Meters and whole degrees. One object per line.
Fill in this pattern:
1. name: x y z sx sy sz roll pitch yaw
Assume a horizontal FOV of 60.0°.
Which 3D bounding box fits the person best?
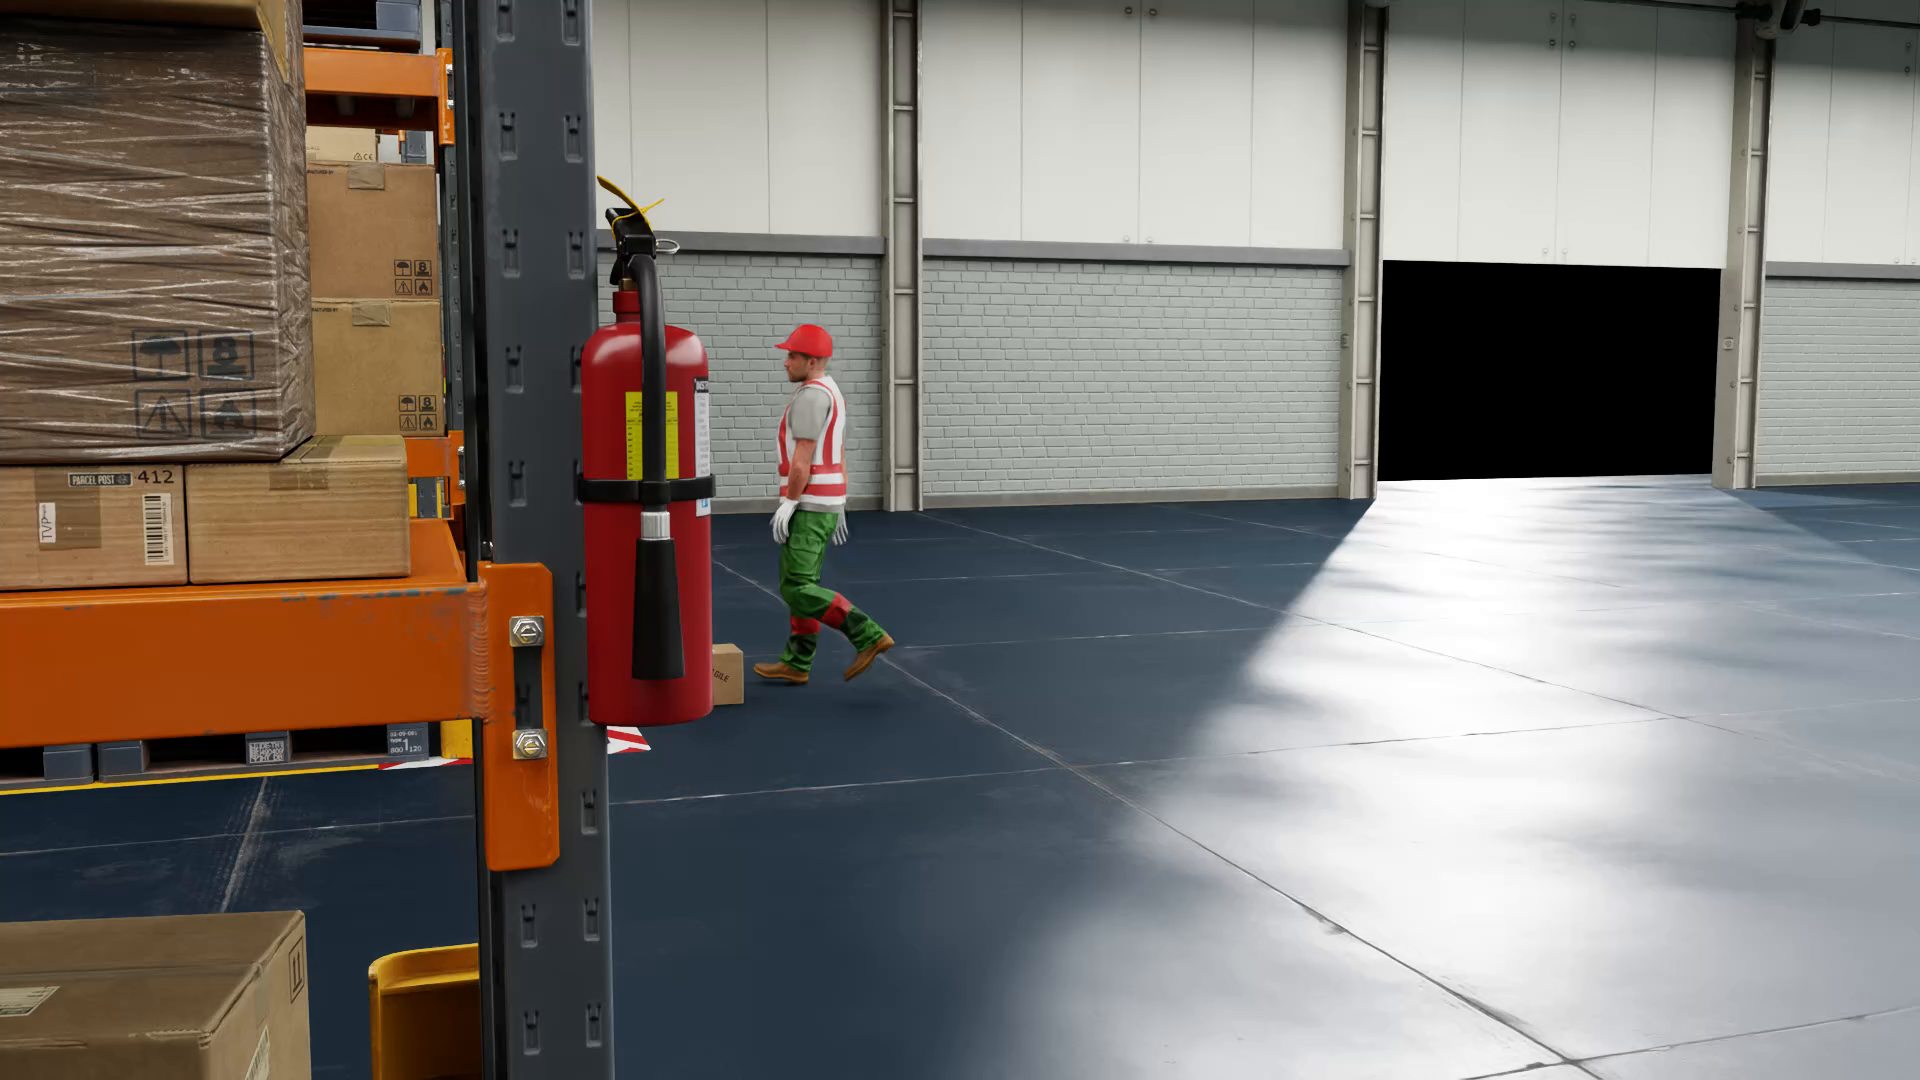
1. person: -0.684 -0.150 8.071 0.750 1.780 0.625 0 6 2
